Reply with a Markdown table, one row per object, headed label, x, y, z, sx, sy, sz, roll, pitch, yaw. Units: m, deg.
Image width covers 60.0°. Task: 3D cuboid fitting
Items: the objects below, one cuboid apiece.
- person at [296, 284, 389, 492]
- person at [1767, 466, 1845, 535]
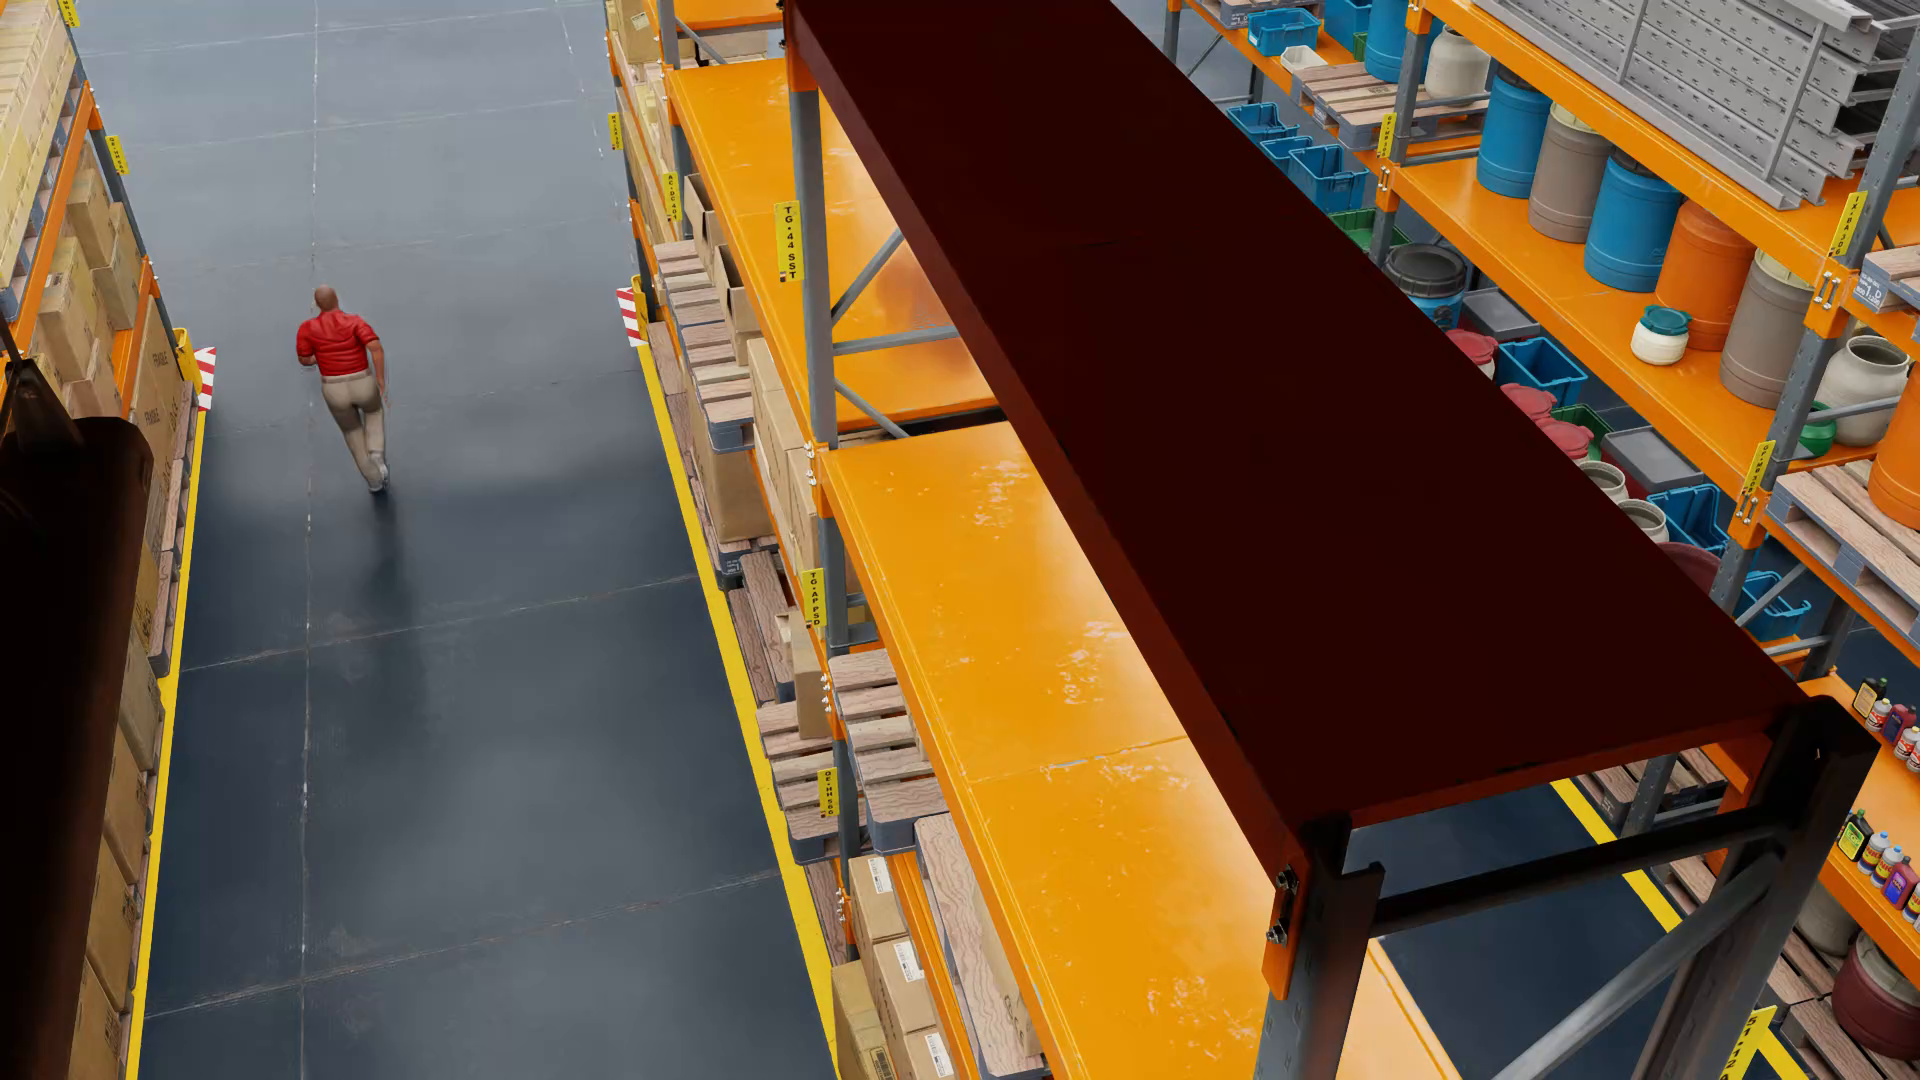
| label | x | y | z | sx | sy | sz | roll | pitch | yaw |
| --- | --- | --- | --- | --- | --- | --- | --- | --- | --- |
| person | -4.772 | -1.217 | 13.004 | 0.628 | 1.661 | 0.706 | -13 | 40 | -16 |
| person | 6.404 | -0.605 | 12.215 | 0.717 | 1.792 | 0.968 | -23 | 44 | -26 |
